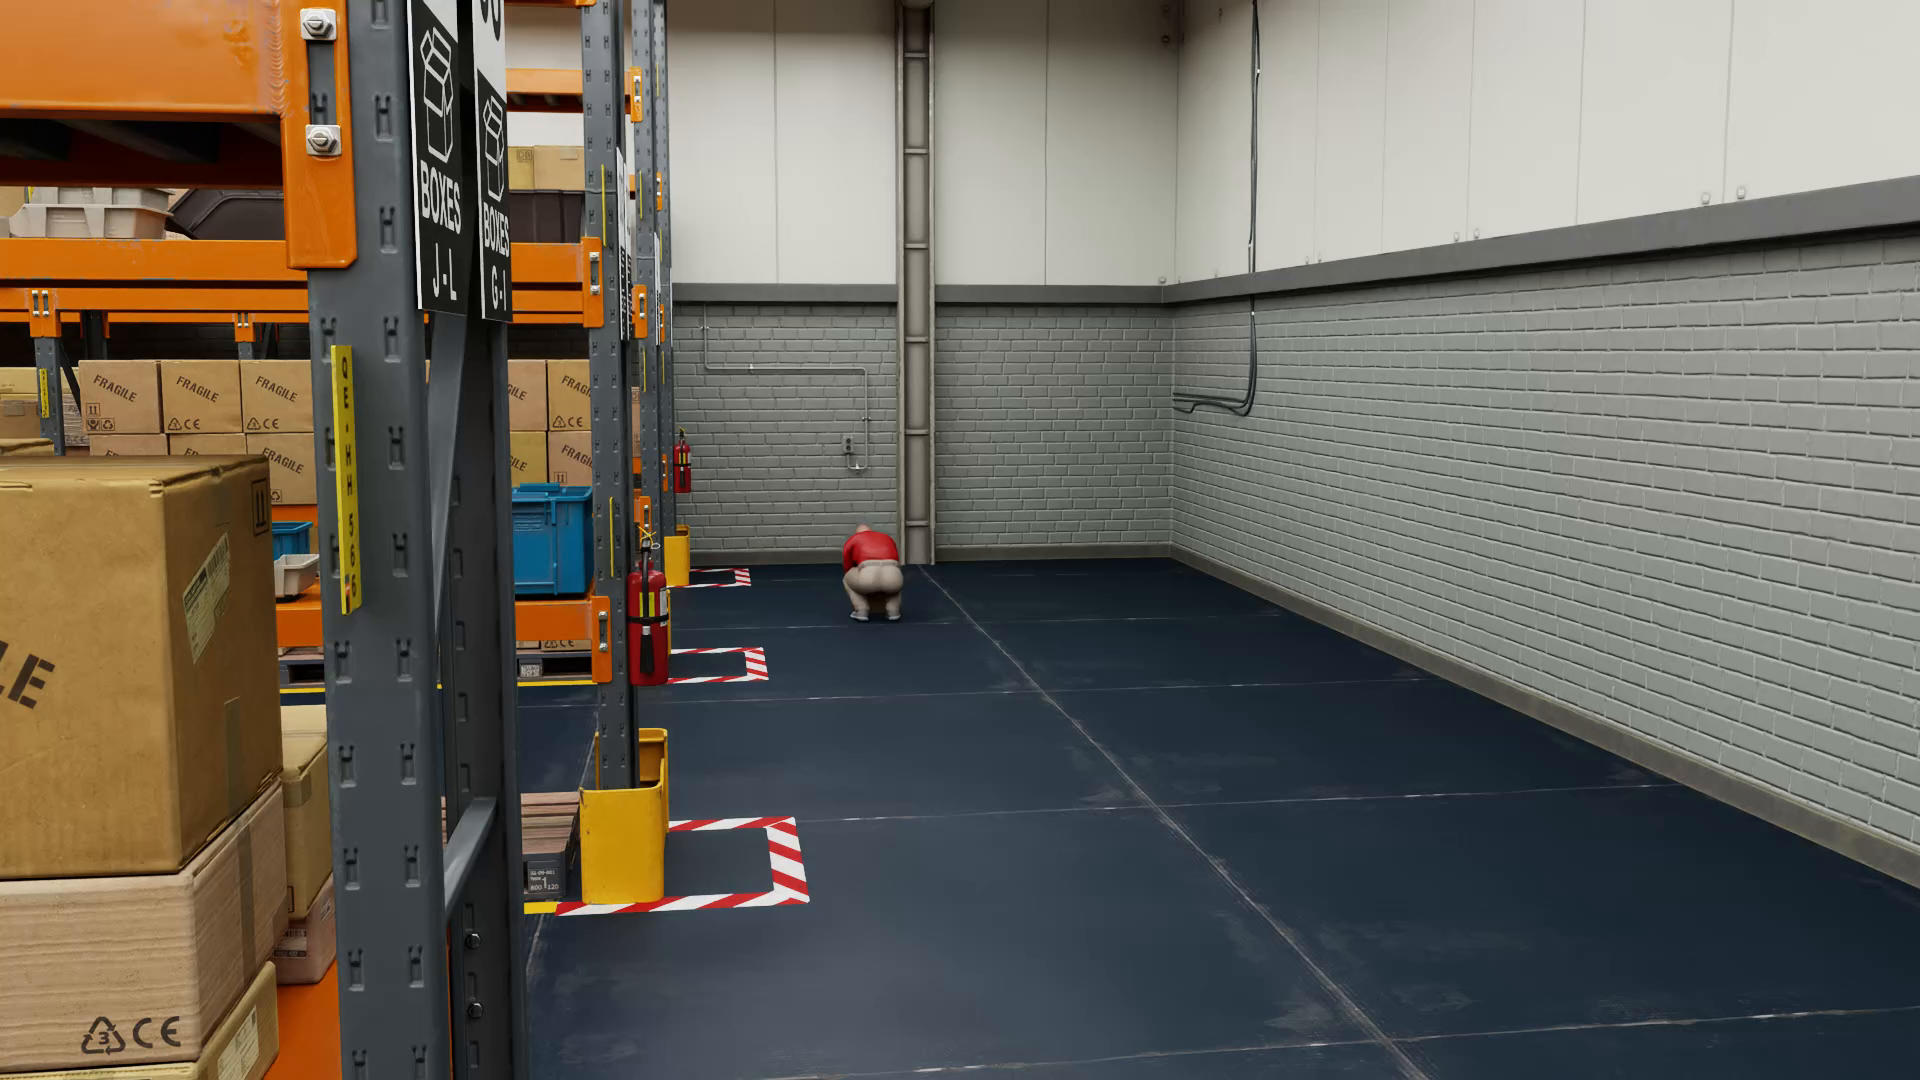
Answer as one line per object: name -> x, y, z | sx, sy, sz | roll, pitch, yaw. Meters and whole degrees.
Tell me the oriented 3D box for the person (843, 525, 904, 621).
person -> -0.769, 0.321, 14.864 | 0.546, 0.854, 0.882 | -1, 7, -9
